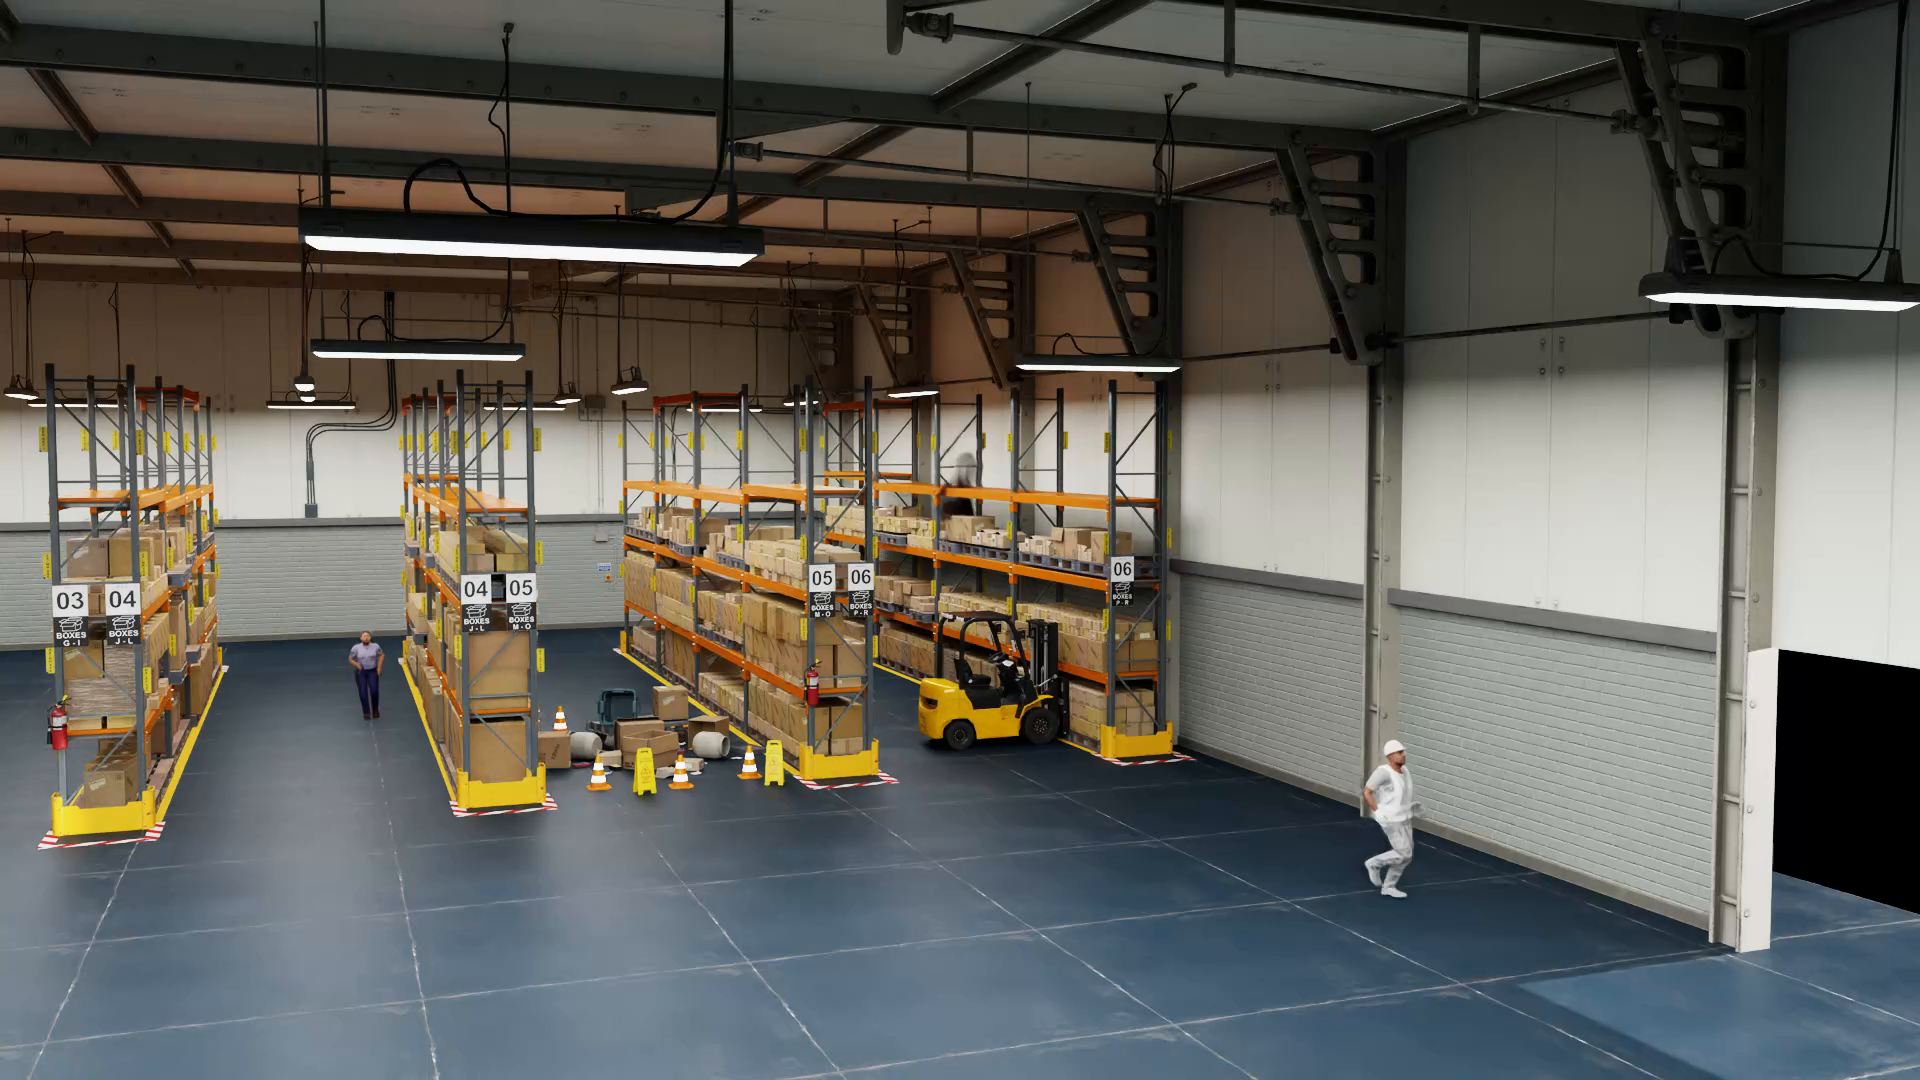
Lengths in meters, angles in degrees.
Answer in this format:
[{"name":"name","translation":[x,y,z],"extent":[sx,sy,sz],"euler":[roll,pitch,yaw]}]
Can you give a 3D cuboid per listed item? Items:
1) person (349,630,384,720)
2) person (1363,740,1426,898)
[{"name":"person","translation":[-10.684,2.449,29.942],"extent":[0.601,1.620,0.616],"euler":[-1,4,-20]},{"name":"person","translation":[4.790,3.068,18.281],"extent":[0.687,1.734,0.596],"euler":[-3,5,-44]}]
